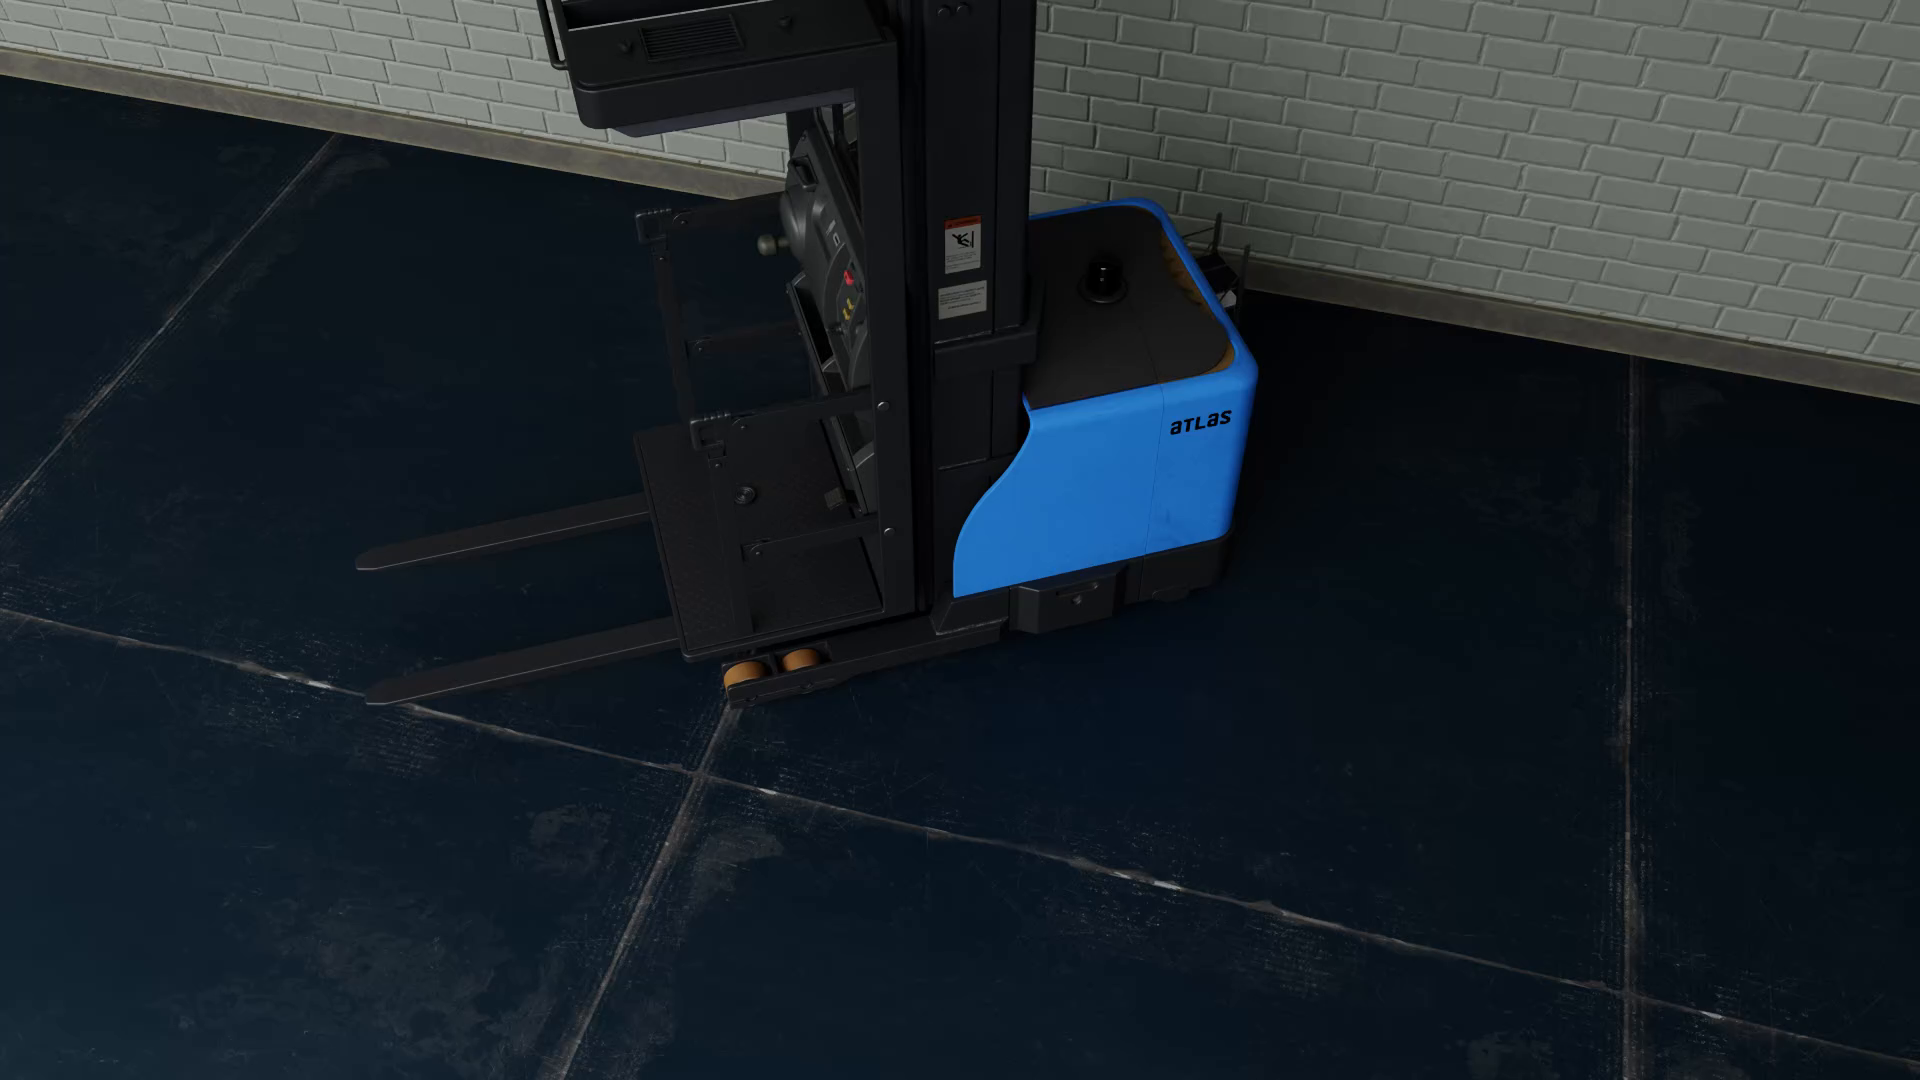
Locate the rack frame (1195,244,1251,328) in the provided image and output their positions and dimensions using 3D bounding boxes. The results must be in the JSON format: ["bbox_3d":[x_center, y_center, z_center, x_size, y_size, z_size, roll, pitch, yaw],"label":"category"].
[{"bbox_3d":[0.937,-0.730,6.294,0.240,0.900,0.006,-19,51,-16],"label":"rack frame"}]

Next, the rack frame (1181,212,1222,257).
[{"bbox_3d":[0.854,-0.869,6.417,0.240,0.900,0.006,-19,51,-16],"label":"rack frame"}]

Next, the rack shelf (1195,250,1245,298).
[{"bbox_3d":[0.895,-0.956,6.178,0.258,0.077,0.200,-19,51,-16],"label":"rack shelf"}]

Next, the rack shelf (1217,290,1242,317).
[{"bbox_3d":[0.895,-0.897,6.246,0.258,0.077,0.200,-19,51,-16],"label":"rack shelf"}]

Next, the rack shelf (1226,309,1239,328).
[{"bbox_3d":[0.895,-0.837,6.313,0.258,0.077,0.200,-19,51,-16],"label":"rack shelf"}]

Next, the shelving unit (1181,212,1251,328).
[{"bbox_3d":[0.895,-0.800,6.356,0.258,0.900,0.210,-19,51,-16],"label":"shelving unit"}]

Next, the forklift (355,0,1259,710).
[{"bbox_3d":[-0.598,-0.839,5.036,3.031,2.935,1.130,-12,50,-11],"label":"forklift"}]
